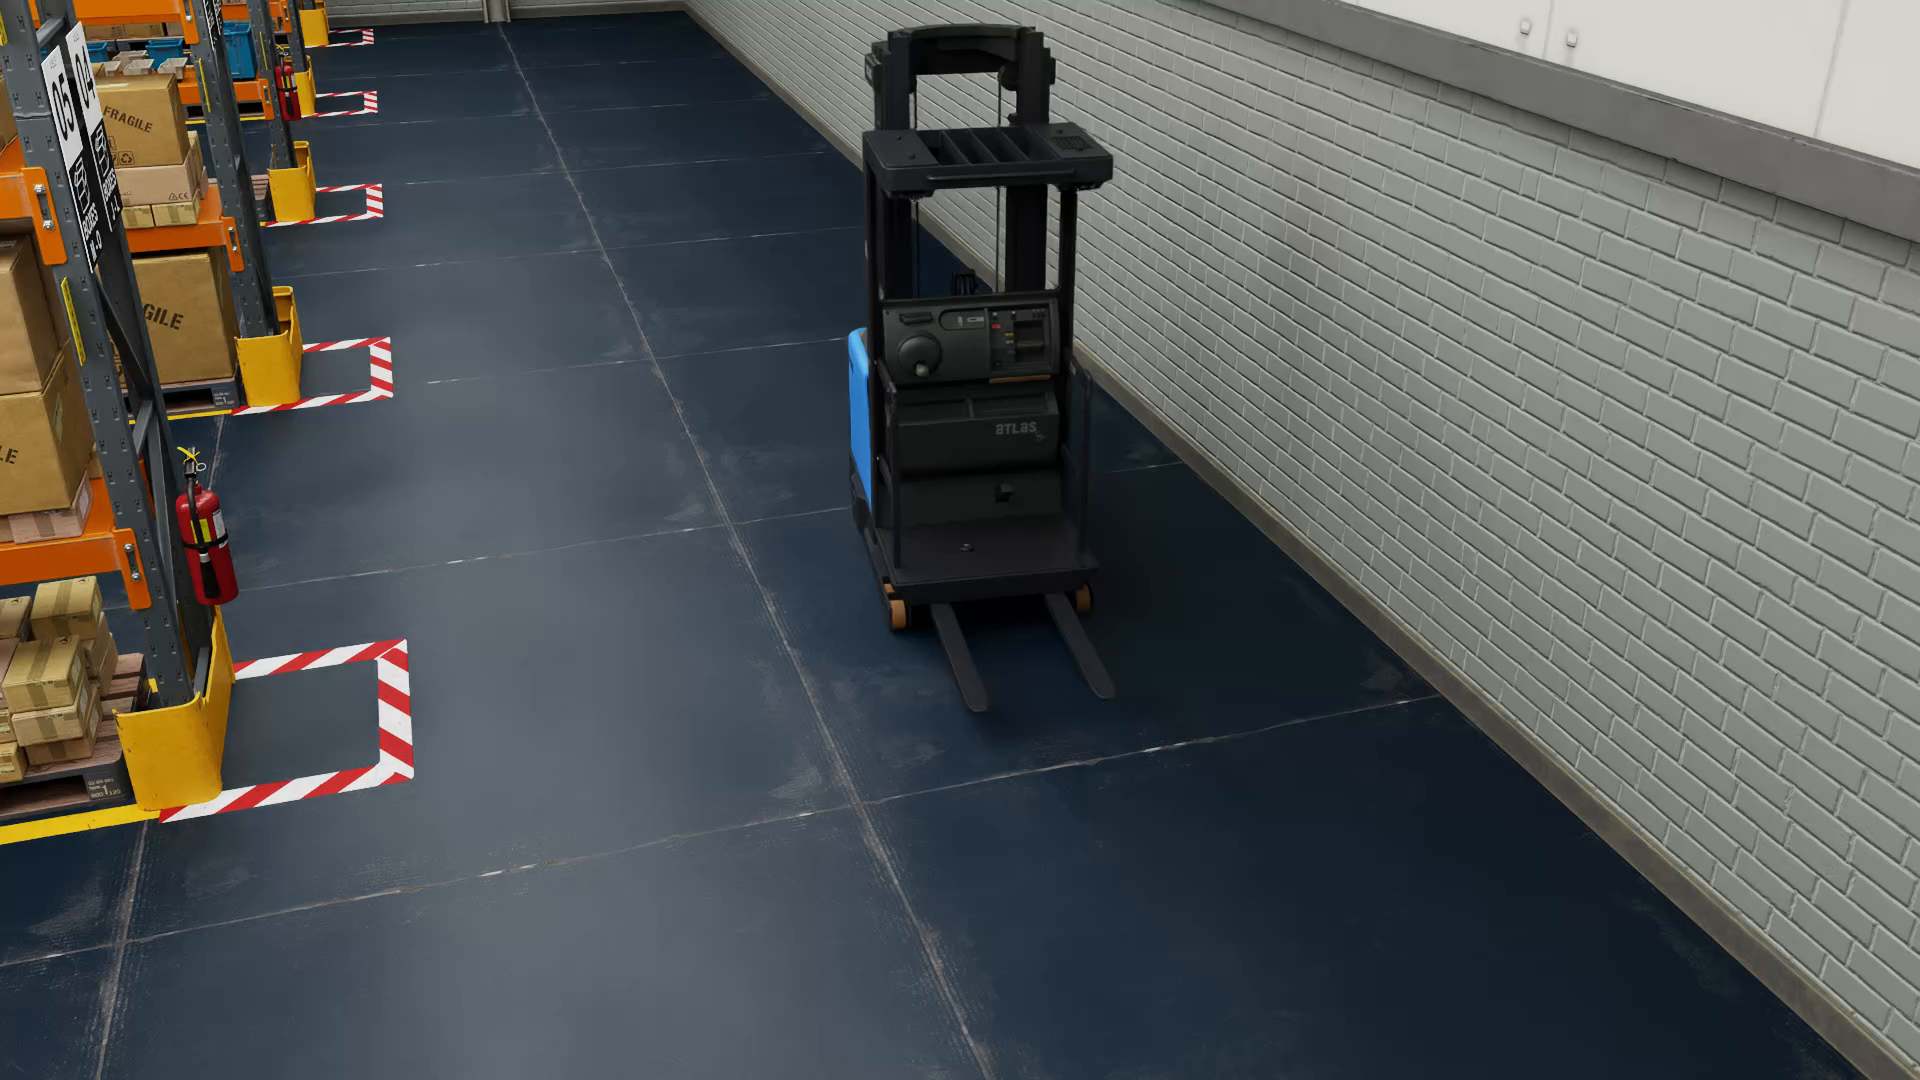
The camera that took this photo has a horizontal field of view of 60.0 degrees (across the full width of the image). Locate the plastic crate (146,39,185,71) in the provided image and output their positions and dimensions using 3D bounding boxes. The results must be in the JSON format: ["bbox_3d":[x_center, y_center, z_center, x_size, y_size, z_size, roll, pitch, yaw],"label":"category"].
[{"bbox_3d":[-7.508,-4.590,15.744,0.300,0.233,0.416,-8,28,-16],"label":"plastic crate"}]

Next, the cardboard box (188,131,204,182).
[{"bbox_3d":[-5.551,-2.644,11.537,0.500,0.250,0.500,-9,28,-17],"label":"cardboard box"}]

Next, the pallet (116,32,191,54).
[{"bbox_3d":[-11.507,-7.254,24.125,1.213,0.211,1.003,-8,28,-16],"label":"pallet"}]

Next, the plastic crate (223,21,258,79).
[{"bbox_3d":[-6.806,-4.542,15.418,0.499,0.435,0.616,-8,28,-16],"label":"plastic crate"}]

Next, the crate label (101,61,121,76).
[{"bbox_3d":[-7.802,-4.261,15.190,0.243,0.136,0.396,-8,28,-16],"label":"crate label"}]

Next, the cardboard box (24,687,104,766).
[{"bbox_3d":[-4.007,0.831,7.437,0.250,0.149,0.380,-8,27,-15],"label":"cardboard box"}]

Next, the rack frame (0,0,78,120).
[{"bbox_3d":[-3.571,-3.106,5.886,0.127,3.000,1.000,-8,28,-16],"label":"rack frame"}]

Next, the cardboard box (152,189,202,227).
[{"bbox_3d":[-5.248,-2.229,11.149,0.250,0.149,0.380,-8,27,-15],"label":"cardboard box"}]

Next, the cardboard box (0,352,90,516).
[{"bbox_3d":[-3.919,-0.426,6.788,0.500,0.500,0.500,-8,27,-15],"label":"cardboard box"}]

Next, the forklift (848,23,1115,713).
[{"bbox_3d":[0.105,-1.012,8.492,1.130,2.935,3.031,-5,27,-10],"label":"forklift"}]

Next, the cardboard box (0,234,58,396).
[{"bbox_3d":[-3.930,-0.876,6.571,0.500,0.500,0.500,-9,28,-17],"label":"cardboard box"}]

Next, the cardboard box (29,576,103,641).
[{"bbox_3d":[-4.175,0.332,7.773,0.250,0.149,0.380,-10,28,-18],"label":"cardboard box"}]

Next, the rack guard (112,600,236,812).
[{"bbox_3d":[-3.644,0.711,7.755,0.348,0.500,1.175,-8,28,-16],"label":"rack guard"}]

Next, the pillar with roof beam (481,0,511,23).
[{"bbox_3d":[-5.981,-10.417,20.613,0.400,9.000,9.100,-8,28,-16],"label":"pillar with roof beam"}]

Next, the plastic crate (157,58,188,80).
[{"bbox_3d":[-7.264,-4.344,15.356,0.243,0.136,0.396,-8,28,-16],"label":"plastic crate"}]

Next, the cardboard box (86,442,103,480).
[{"bbox_3d":[-3.981,-0.400,7.465,0.250,0.149,0.380,-8,28,-17],"label":"cardboard box"}]

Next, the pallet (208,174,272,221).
[{"bbox_3d":[-7.341,-3.278,16.115,1.213,0.211,1.003,-8,28,-16],"label":"pallet"}]

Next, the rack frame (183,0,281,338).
[{"bbox_3d":[-5.011,-2.530,11.473,0.127,3.000,1.000,-8,28,-16],"label":"rack frame"}]

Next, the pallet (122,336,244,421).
[{"bbox_3d":[-5.747,-1.138,11.804,1.213,0.211,1.003,-8,28,-16],"label":"pallet"}]

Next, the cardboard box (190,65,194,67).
[{"bbox_3d":[-9.156,-5.661,20.376,0.500,0.250,0.500,-8,28,-16],"label":"cardboard box"}]

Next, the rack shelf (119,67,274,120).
[{"bbox_3d":[-8.447,-4.026,15.296,4.000,0.370,1.077,-8,28,-16],"label":"rack shelf"}]

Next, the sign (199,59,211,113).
[{"bbox_3d":[-4.856,-2.923,10.696,0.005,0.325,0.100,-8,28,-16],"label":"sign"}]

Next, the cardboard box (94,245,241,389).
[{"bbox_3d":[-5.595,-1.644,11.606,0.875,0.875,0.875,-8,28,-16],"label":"cardboard box"}]

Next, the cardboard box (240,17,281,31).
[{"bbox_3d":[-10.248,-7.743,24.311,0.500,0.500,0.700,-8,28,-16],"label":"cardboard box"}]

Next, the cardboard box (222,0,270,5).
[{"bbox_3d":[-8.417,-6.587,19.532,0.500,0.500,0.500,-7,27,-15],"label":"cardboard box"}]

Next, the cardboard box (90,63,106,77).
[{"bbox_3d":[-6.027,-2.911,11.231,0.500,0.500,0.500,-9,28,-17],"label":"cardboard box"}]

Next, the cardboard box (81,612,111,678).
[{"bbox_3d":[-4.149,0.500,7.768,0.250,0.149,0.380,-7,27,-14],"label":"cardboard box"}]

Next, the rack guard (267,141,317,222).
[{"bbox_3d":[-6.526,-3.513,16.264,0.348,0.500,1.175,-8,28,-16],"label":"rack guard"}]

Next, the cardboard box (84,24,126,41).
[{"bbox_3d":[-12.195,-7.458,23.738,0.500,0.500,0.700,-9,28,-17],"label":"cardboard box"}]

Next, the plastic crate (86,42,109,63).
[{"bbox_3d":[-8.134,-4.500,15.561,0.300,0.233,0.416,-8,28,-16],"label":"plastic crate"}]

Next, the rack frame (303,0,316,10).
[{"bbox_3d":[-9.613,-8.813,24.128,0.127,3.000,1.000,-8,28,-16],"label":"rack frame"}]

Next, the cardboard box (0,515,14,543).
[{"bbox_3d":[-4.042,-0.123,6.908,0.250,0.149,0.380,-8,28,-16],"label":"cardboard box"}]

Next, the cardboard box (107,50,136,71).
[{"bbox_3d":[-10.094,-5.508,19.784,0.637,0.503,0.797,-8,28,-16],"label":"cardboard box"}]

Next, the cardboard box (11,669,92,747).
[{"bbox_3d":[-3.985,0.730,7.305,0.250,0.149,0.380,-9,28,-17],"label":"cardboard box"}]

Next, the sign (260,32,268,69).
[{"bbox_3d":[-6.359,-4.467,15.191,0.005,0.325,0.100,-8,28,-16],"label":"sign"}]

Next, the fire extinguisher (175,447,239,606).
[{"bbox_3d":[-3.189,-0.057,6.997,0.183,0.674,0.296,-8,28,-16],"label":"fire extinguisher"}]

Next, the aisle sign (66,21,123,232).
[{"bbox_3d":[-3.595,-1.720,6.918,0.004,0.787,0.394,-8,28,-16],"label":"aisle sign"}]

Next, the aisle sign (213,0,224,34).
[{"bbox_3d":[-5.036,-3.831,11.170,0.004,0.787,0.394,-8,28,-16],"label":"aisle sign"}]

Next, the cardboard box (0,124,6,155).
[{"bbox_3d":[-3.922,-1.521,6.235,0.500,0.250,0.500,-9,28,-17],"label":"cardboard box"}]

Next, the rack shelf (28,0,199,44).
[{"bbox_3d":[-6.913,-3.276,10.411,4.000,0.370,1.077,-8,28,-16],"label":"rack shelf"}]

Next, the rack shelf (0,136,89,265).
[{"bbox_3d":[-5.473,-1.165,6.159,4.000,0.370,1.077,-8,28,-16],"label":"rack shelf"}]

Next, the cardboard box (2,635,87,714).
[{"bbox_3d":[-3.996,0.584,7.266,0.250,0.149,0.380,-8,27,-16],"label":"cardboard box"}]

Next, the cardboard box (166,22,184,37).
[{"bbox_3d":[-11.201,-7.604,24.032,0.500,0.500,0.700,-9,28,-18],"label":"cardboard box"}]
